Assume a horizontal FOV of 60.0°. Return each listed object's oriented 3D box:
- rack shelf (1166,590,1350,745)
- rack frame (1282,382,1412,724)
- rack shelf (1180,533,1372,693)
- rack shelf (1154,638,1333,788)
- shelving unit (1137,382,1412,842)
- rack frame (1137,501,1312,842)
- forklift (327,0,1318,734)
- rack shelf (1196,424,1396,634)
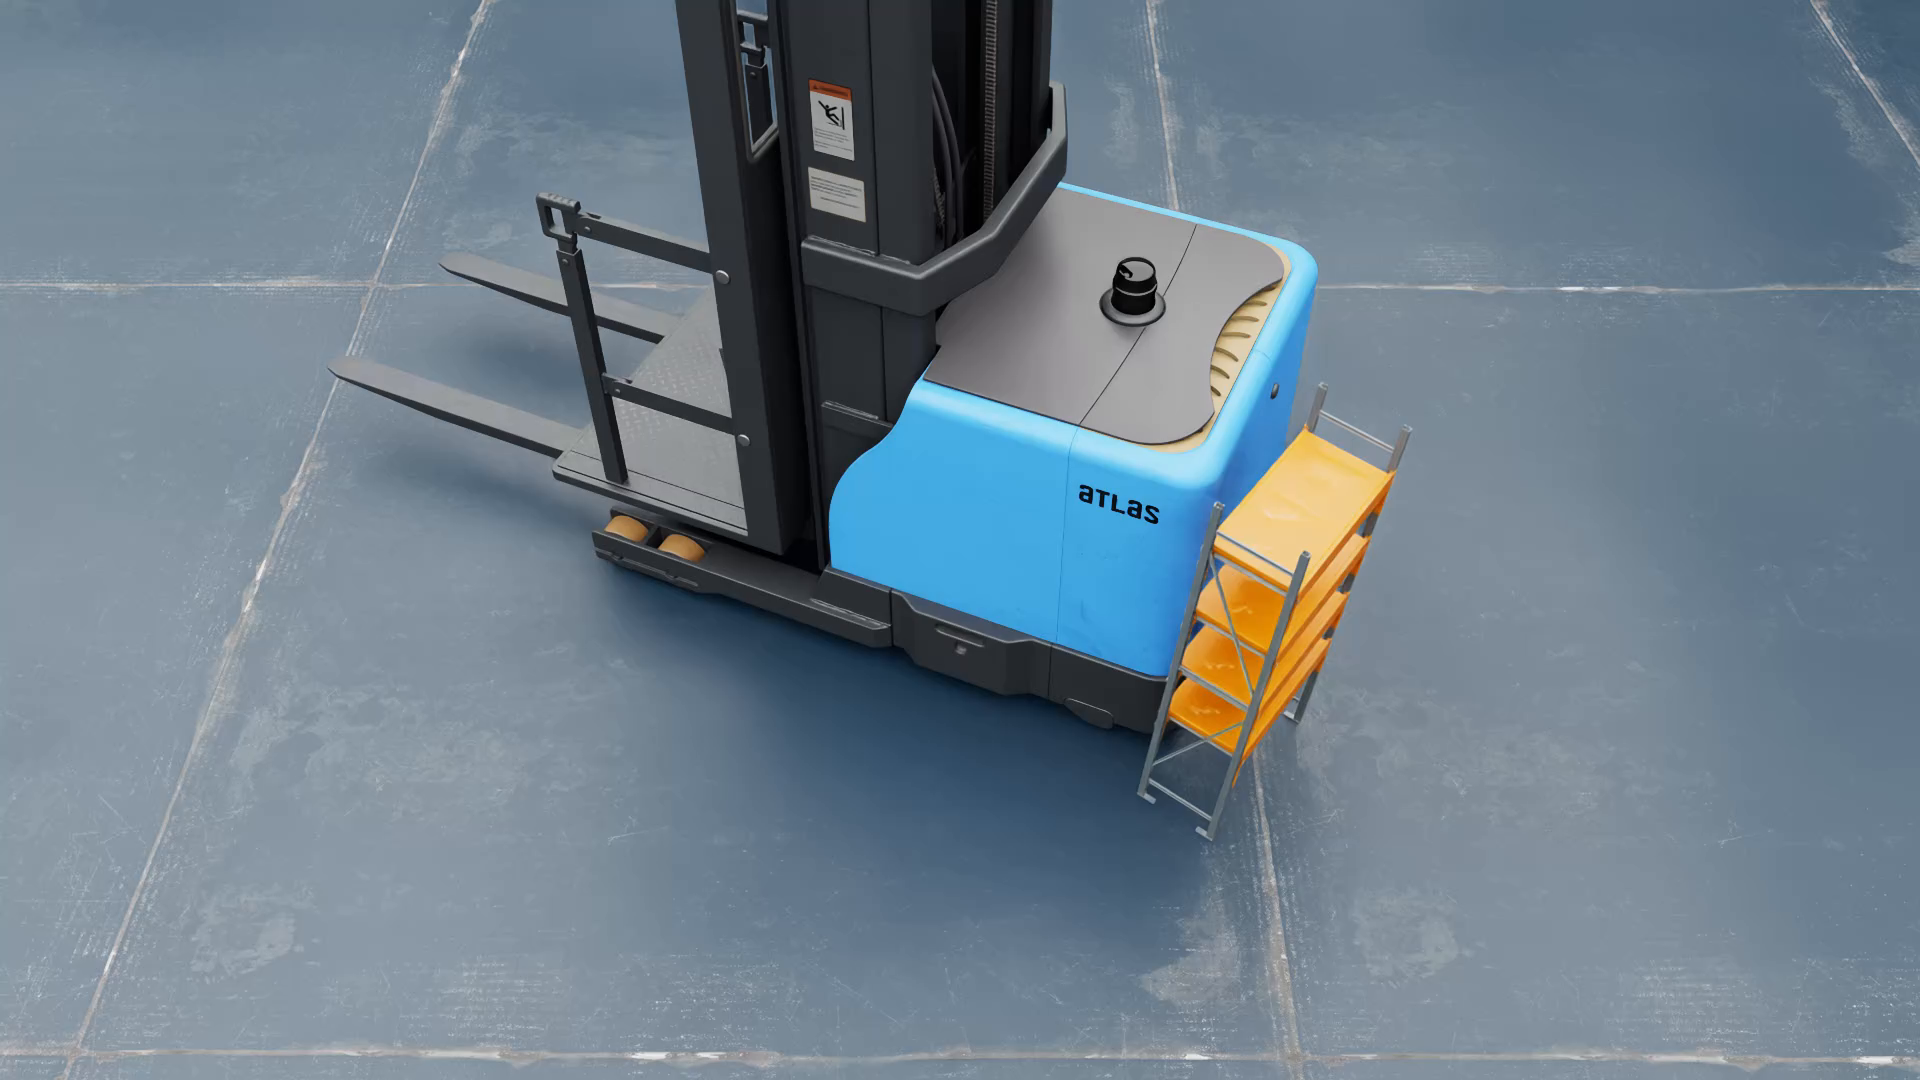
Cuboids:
[{"bbox_3d":[0.764,0.264,4.264,0.258,0.148,0.480,31,54,20],"label":"rack shelf"},{"bbox_3d":[0.912,0.076,4.347,0.240,1.200,0.015,31,54,20],"label":"rack frame"},{"bbox_3d":[0.777,0.119,4.094,0.258,0.148,0.480,31,54,20],"label":"rack shelf"},{"bbox_3d":[0.752,0.392,4.415,0.258,0.148,0.480,31,54,20],"label":"rack shelf"},{"bbox_3d":[0.768,0.220,4.213,0.258,1.200,0.503,31,54,20],"label":"shelving unit"},{"bbox_3d":[0.623,0.364,4.079,0.240,1.200,0.015,31,54,20],"label":"rack frame"},{"bbox_3d":[-0.571,-1.186,4.352,3.031,2.935,1.130,18,50,16],"label":"forklift"},{"bbox_3d":[0.791,-0.034,3.914,0.258,0.148,0.480,31,54,20],"label":"rack shelf"}]
